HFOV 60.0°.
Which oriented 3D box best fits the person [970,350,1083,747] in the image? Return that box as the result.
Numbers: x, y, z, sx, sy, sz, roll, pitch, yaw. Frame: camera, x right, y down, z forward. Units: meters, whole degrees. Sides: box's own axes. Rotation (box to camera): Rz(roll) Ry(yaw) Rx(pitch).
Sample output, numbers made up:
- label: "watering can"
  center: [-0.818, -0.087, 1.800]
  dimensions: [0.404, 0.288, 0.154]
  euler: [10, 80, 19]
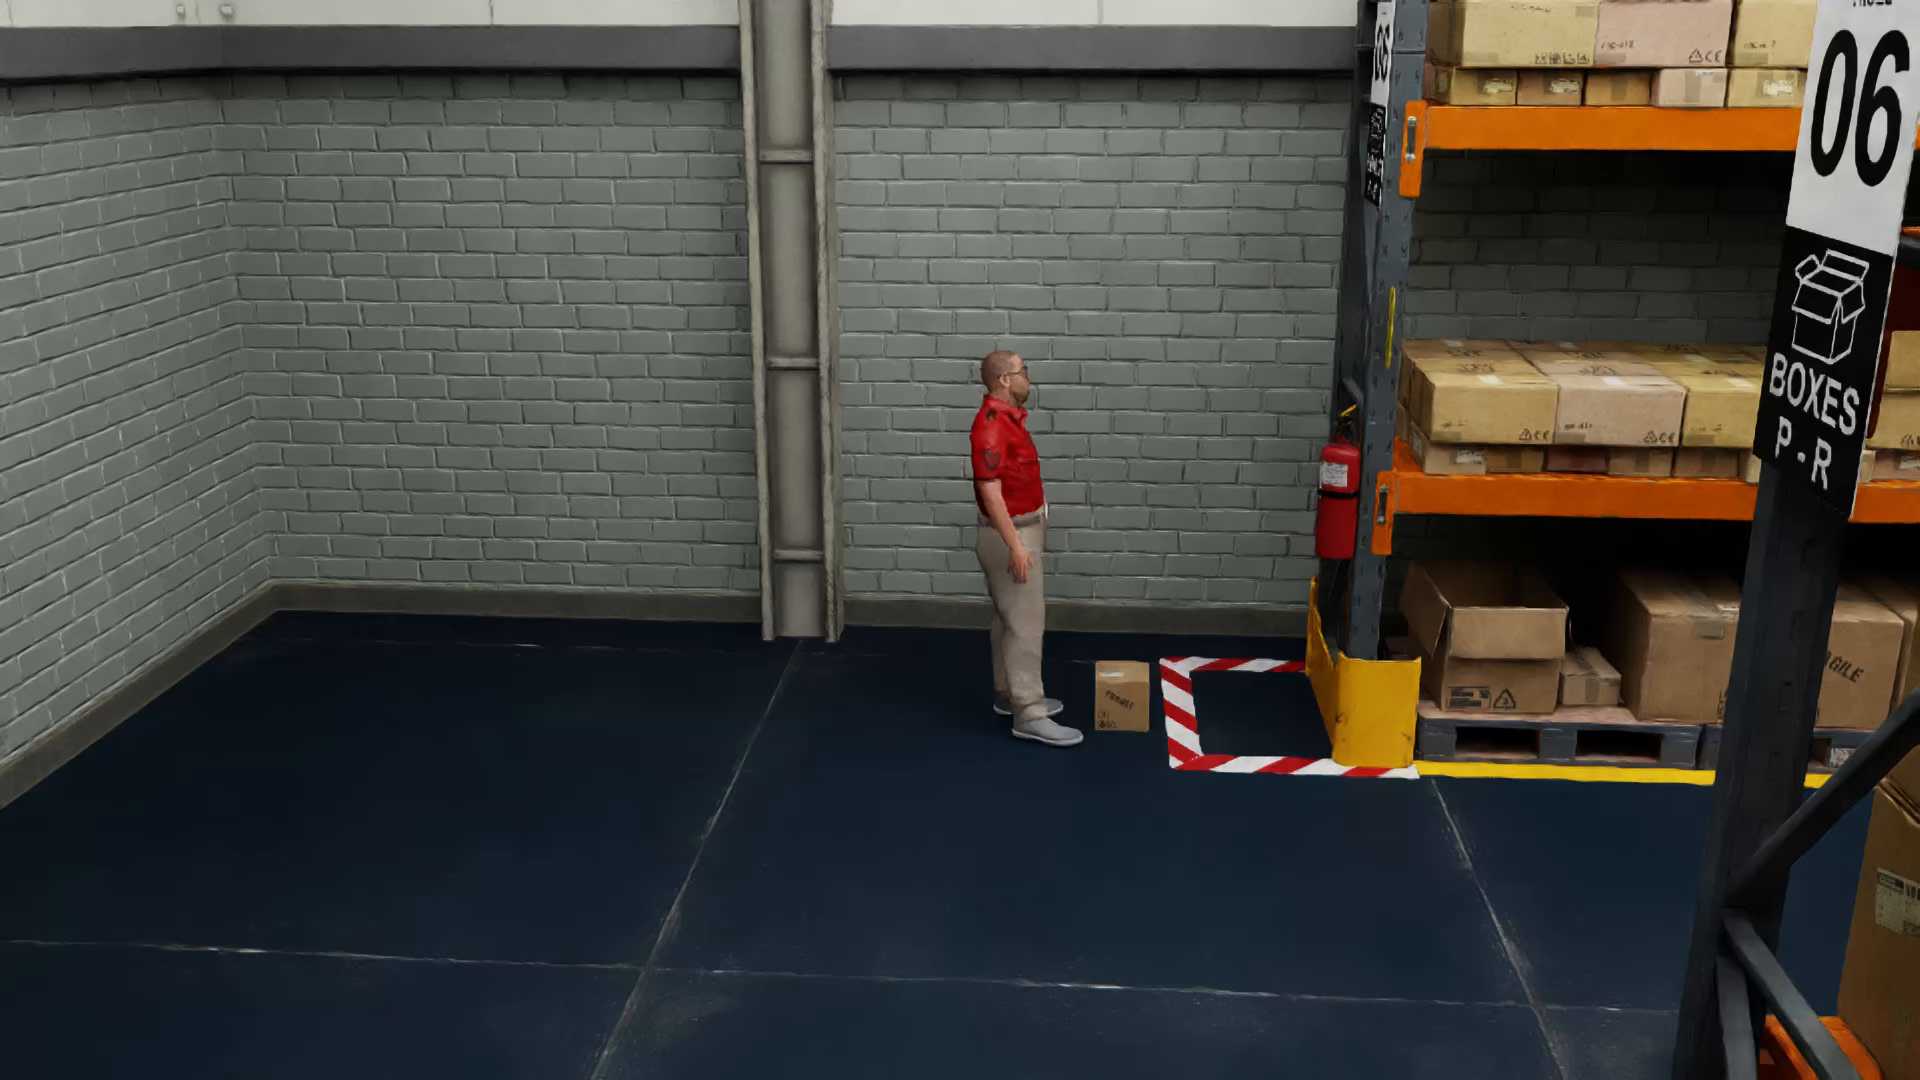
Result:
- label: "person"
  center: [0.315, 0.007, 7.529]
  dimensions: [0.526, 1.729, 0.644]
  euler: [1, 17, 4]
